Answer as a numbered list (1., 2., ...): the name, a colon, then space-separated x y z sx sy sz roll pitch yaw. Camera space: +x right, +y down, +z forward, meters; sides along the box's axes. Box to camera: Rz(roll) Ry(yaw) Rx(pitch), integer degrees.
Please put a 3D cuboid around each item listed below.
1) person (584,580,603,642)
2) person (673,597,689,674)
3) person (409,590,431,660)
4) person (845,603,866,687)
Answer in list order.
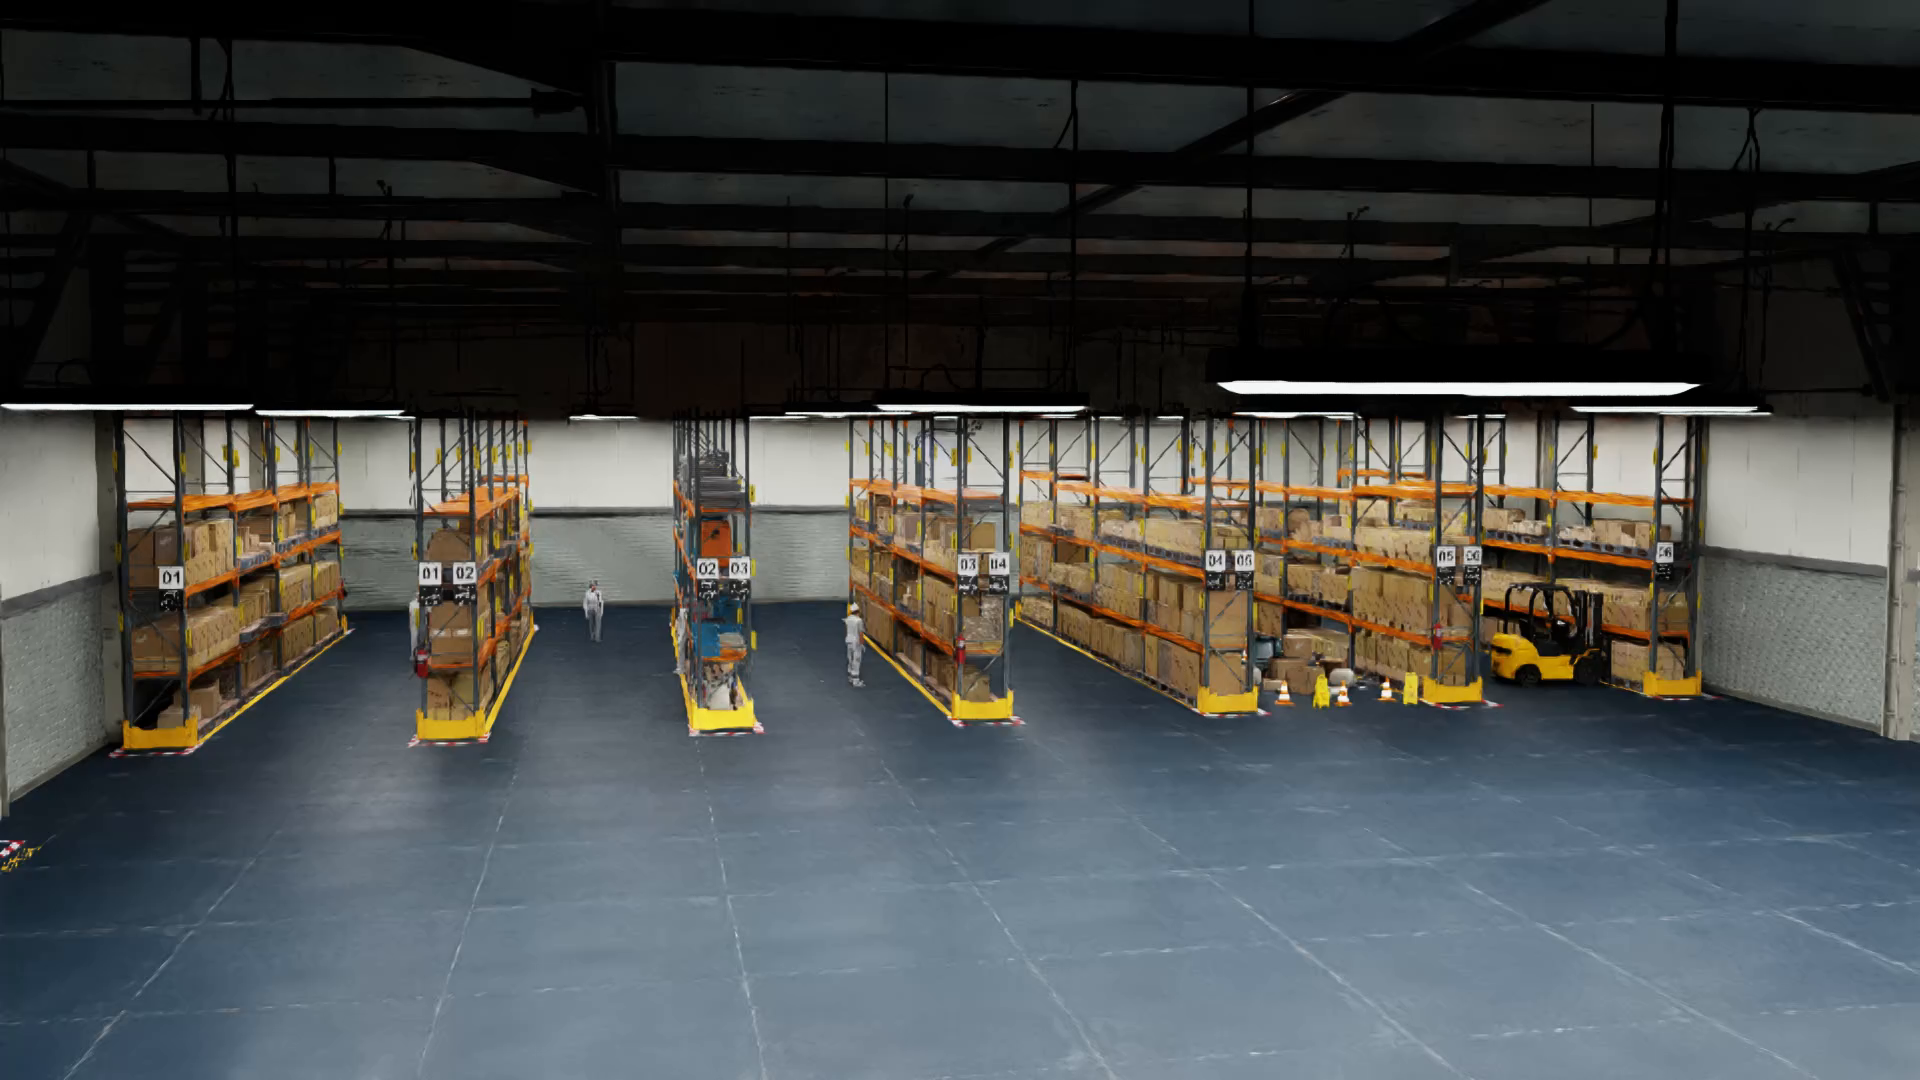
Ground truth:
1. person: -9.553 1.826 43.311 0.490 1.586 1.073 -1 4 -9
2. person: -6.134 2.147 37.774 0.636 1.741 1.053 1 4 10
3. person: -13.009 2.019 40.105 0.540 1.673 1.130 -1 4 -13
4. person: -2.237 2.258 35.982 0.442 1.784 0.606 -4 5 -41
